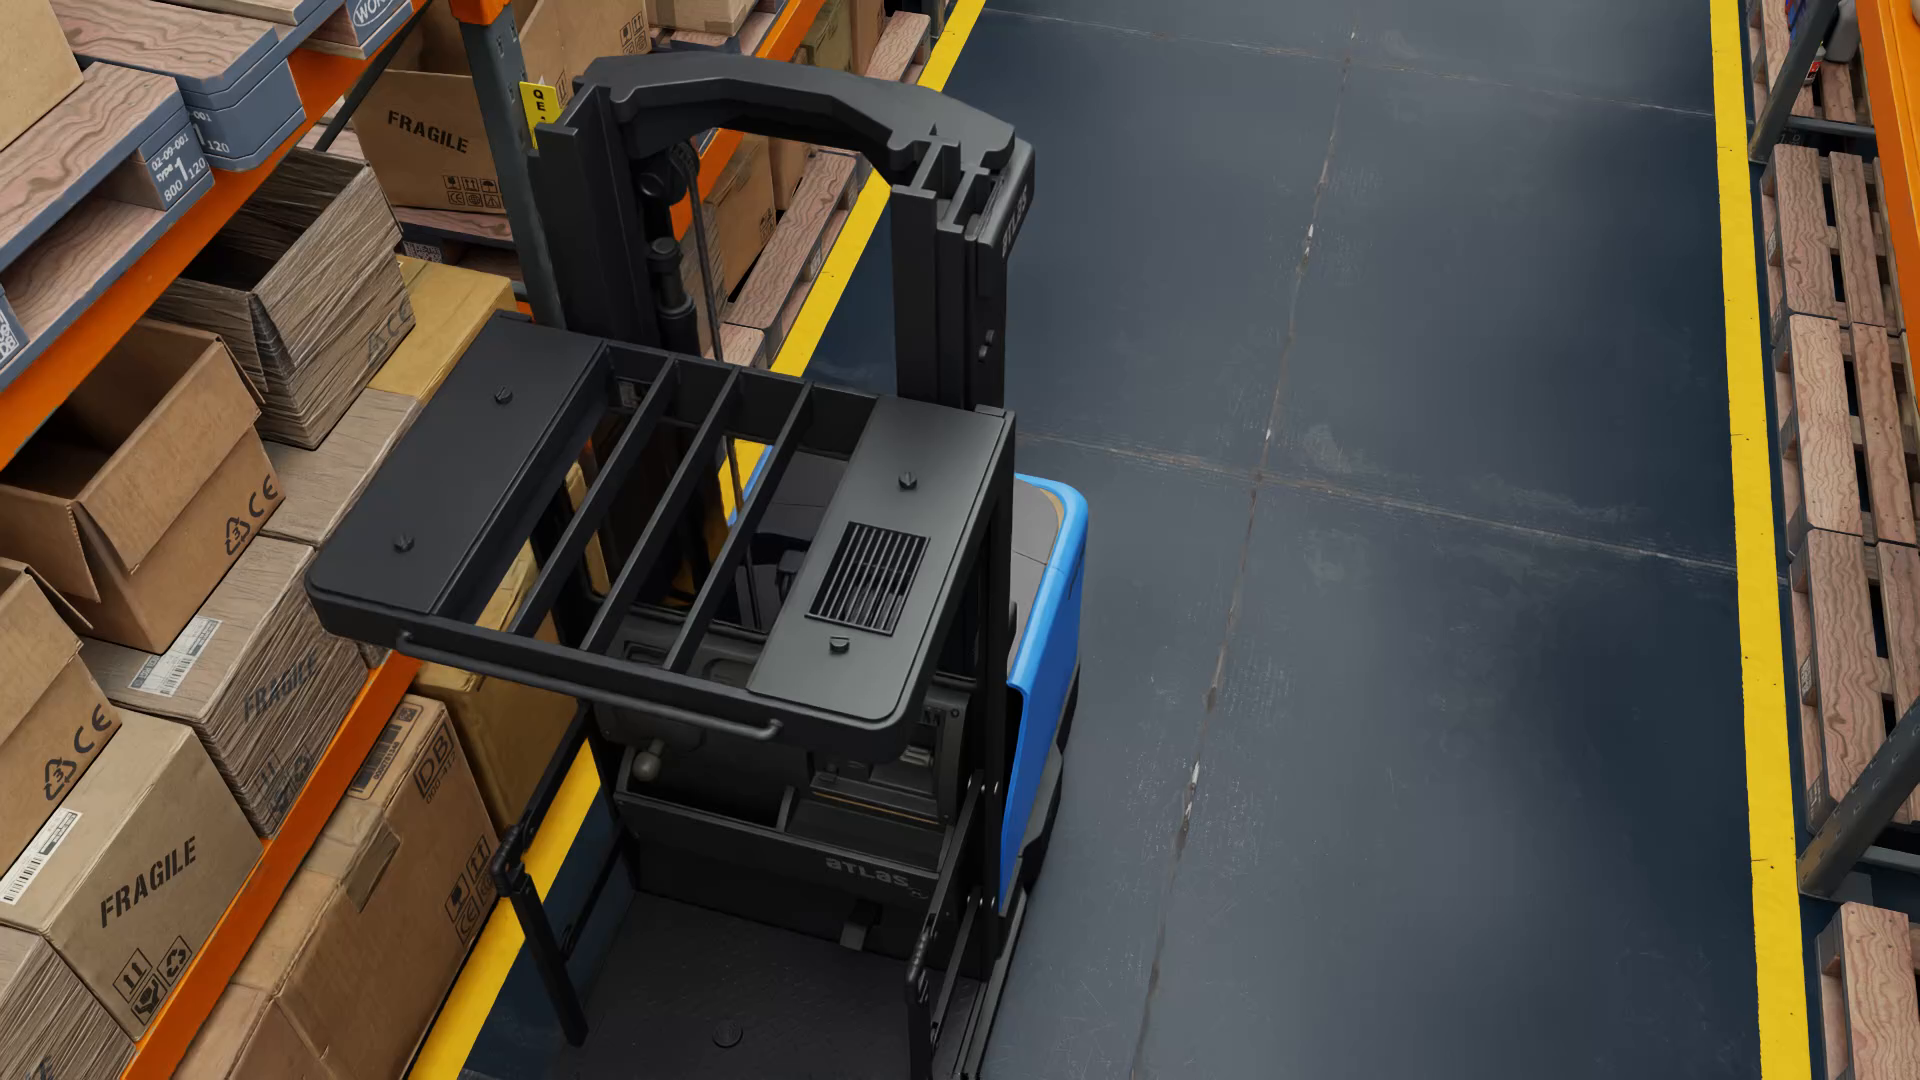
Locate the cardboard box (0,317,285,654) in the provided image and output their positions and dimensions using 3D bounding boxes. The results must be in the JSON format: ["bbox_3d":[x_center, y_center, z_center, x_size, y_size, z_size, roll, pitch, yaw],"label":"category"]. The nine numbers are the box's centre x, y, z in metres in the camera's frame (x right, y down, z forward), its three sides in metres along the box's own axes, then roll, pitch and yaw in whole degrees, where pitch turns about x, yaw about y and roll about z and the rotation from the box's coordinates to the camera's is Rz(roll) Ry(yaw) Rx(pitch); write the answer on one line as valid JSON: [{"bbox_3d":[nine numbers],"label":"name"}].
[{"bbox_3d":[-2.013,-0.162,3.656,0.797,0.503,0.637,13,50,11],"label":"cardboard box"}]

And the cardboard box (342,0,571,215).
[{"bbox_3d":[-1.527,-1.364,5.106,0.500,0.500,0.500,6,49,5],"label":"cardboard box"}]

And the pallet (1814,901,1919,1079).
[{"bbox_3d":[2.981,1.685,4.622,1.003,0.211,1.213,12,50,10],"label":"pallet"}]

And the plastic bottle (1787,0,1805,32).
[{"bbox_3d":[4.143,-2.640,8.052,0.144,0.351,0.185,9,49,8],"label":"plastic bottle"}]

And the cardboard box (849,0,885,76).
[{"bbox_3d":[-0.760,-2.565,7.887,0.700,0.500,0.500,8,49,7],"label":"cardboard box"}]

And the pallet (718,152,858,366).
[{"bbox_3d":[-1.100,-1.315,7.270,1.003,0.211,1.213,12,50,10],"label":"pallet"}]

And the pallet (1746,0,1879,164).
[{"bbox_3d":[4.418,-2.264,8.107,1.003,0.211,1.213,12,50,10],"label":"pallet"}]

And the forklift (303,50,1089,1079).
[{"bbox_3d":[-0.498,0.546,3.814,1.130,2.935,3.031,12,50,11],"label":"forklift"}]

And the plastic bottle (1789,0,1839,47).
[{"bbox_3d":[4.092,-2.501,7.930,0.144,0.351,0.185,10,49,9],"label":"plastic bottle"}]

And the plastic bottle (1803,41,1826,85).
[{"bbox_3d":[3.996,-2.253,7.810,0.097,0.201,0.097,0,49,0],"label":"plastic bottle"}]

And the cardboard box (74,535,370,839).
[{"bbox_3d":[-1.792,0.315,3.904,0.500,0.500,0.500,10,49,9],"label":"cardboard box"}]

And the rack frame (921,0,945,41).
[{"bbox_3d":[-0.578,-3.686,7.503,1.000,3.000,0.127,12,50,10],"label":"rack frame"}]

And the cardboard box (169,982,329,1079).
[{"bbox_3d":[-2.300,1.551,4.018,1.225,0.875,0.875,10,49,9],"label":"cardboard box"}]

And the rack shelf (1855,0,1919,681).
[{"bbox_3d":[3.674,-1.024,5.633,1.077,0.370,4.000,12,50,10],"label":"rack shelf"}]

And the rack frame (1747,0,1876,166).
[{"bbox_3d":[4.201,-2.709,6.640,1.000,3.000,0.127,12,50,10],"label":"rack frame"}]

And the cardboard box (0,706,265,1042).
[{"bbox_3d":[-1.926,0.683,3.580,0.500,0.500,0.500,12,50,11],"label":"cardboard box"}]

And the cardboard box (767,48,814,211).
[{"bbox_3d":[-1.051,-1.819,7.229,0.700,0.500,0.500,8,49,7],"label":"cardboard box"}]

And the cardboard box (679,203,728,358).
[{"bbox_3d":[-1.340,-1.004,6.509,0.700,0.500,0.500,8,49,7],"label":"cardboard box"}]

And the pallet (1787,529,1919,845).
[{"bbox_3d":[3.389,0.554,5.620,1.003,0.211,1.213,12,50,10],"label":"pallet"}]

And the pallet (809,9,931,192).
[{"bbox_3d":[-0.781,-2.200,8.051,1.003,0.211,1.213,12,50,10],"label":"pallet"}]

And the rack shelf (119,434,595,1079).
[{"bbox_3d":[-2.157,0.891,3.942,1.077,0.370,4.000,12,50,10],"label":"rack shelf"}]

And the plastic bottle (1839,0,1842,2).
[{"bbox_3d":[4.292,-2.604,8.071,0.152,0.276,0.135,12,50,10],"label":"plastic bottle"}]

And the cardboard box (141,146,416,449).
[{"bbox_3d":[-1.838,-0.633,4.072,0.797,0.503,0.637,13,50,11],"label":"cardboard box"}]

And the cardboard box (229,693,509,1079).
[{"bbox_3d":[-2.074,0.909,4.584,1.225,0.875,0.875,12,50,10],"label":"cardboard box"}]

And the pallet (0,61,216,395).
[{"bbox_3d":[-2.040,-0.438,2.761,1.003,0.211,1.213,14,50,12],"label":"pallet"}]

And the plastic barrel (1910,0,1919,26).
[{"bbox_3d":[3.737,-2.105,6.017,0.433,0.535,0.433,0,49,0],"label":"plastic barrel"}]

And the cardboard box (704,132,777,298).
[{"bbox_3d":[-1.197,-1.415,6.872,0.700,0.500,0.500,15,50,13],"label":"cardboard box"}]

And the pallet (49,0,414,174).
[{"bbox_3d":[-1.749,-1.247,3.475,1.213,0.211,1.003,14,50,12],"label":"pallet"}]

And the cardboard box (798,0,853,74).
[{"bbox_3d":[-0.904,-2.224,7.586,0.700,0.500,0.500,11,50,10],"label":"cardboard box"}]

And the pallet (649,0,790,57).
[{"bbox_3d":[-1.149,-2.170,6.292,1.003,0.211,1.213,12,50,10],"label":"pallet"}]

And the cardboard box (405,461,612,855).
[{"bbox_3d":[-1.832,0.266,5.152,1.225,0.875,0.875,9,49,8],"label":"cardboard box"}]

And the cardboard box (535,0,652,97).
[{"bbox_3d":[-1.476,-1.787,5.480,0.700,0.500,0.500,18,51,16],"label":"cardboard box"}]

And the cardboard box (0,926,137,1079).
[{"bbox_3d":[-2.057,1.058,3.249,0.500,0.500,0.500,11,49,9],"label":"cardboard box"}]

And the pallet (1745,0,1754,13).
[{"bbox_3d":[4.737,-3.149,8.889,1.003,0.211,1.213,12,50,10],"label":"pallet"}]

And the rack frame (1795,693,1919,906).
[{"bbox_3d":[3.148,0.184,4.087,1.000,3.000,0.127,12,50,10],"label":"rack frame"}]

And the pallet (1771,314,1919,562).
[{"bbox_3d":[3.712,-0.325,6.396,1.003,0.211,1.213,12,50,10],"label":"pallet"}]

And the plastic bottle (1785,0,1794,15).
[{"bbox_3d":[4.145,-2.743,8.189,0.061,0.283,0.133,15,50,13],"label":"plastic bottle"}]

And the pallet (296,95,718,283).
[{"bbox_3d":[-1.546,-1.266,5.495,1.213,0.211,1.003,12,50,10],"label":"pallet"}]

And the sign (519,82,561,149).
[{"bbox_3d":[-1.094,-1.069,4.421,0.100,0.325,0.005,12,50,10],"label":"sign"}]

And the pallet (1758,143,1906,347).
[{"bbox_3d":[4.031,-1.211,7.178,1.003,0.211,1.213,12,50,10],"label":"pallet"}]

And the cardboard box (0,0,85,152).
[{"bbox_3d":[-1.864,-0.861,2.662,0.500,0.500,0.500,14,50,12],"label":"cardboard box"}]

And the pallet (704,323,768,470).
[{"bbox_3d":[-1.423,-0.435,6.493,1.003,0.211,1.213,12,50,10],"label":"pallet"}]

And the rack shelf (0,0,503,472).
[{"bbox_3d":[-2.157,-0.101,2.818,1.077,0.370,4.000,12,50,10],"label":"rack shelf"}]

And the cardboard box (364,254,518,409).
[{"bbox_3d":[-1.521,-0.420,4.554,0.500,0.500,0.500,13,50,11],"label":"cardboard box"}]

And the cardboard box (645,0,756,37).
[{"bbox_3d":[-0.967,-2.049,5.878,0.500,0.250,0.500,10,49,9],"label":"cardboard box"}]

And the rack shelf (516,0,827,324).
[{"bbox_3d":[-1.104,-2.002,6.496,1.077,0.370,4.000,12,50,10],"label":"rack shelf"}]

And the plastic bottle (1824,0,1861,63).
[{"bbox_3d":[4.231,-2.472,7.905,0.144,0.351,0.185,12,50,10],"label":"plastic bottle"}]

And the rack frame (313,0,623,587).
[{"bbox_3d":[-1.630,-0.793,4.949,1.000,3.000,0.127,12,50,10],"label":"rack frame"}]

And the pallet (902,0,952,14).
[{"bbox_3d":[-0.435,-3.257,8.983,1.003,0.211,1.213,12,50,10],"label":"pallet"}]

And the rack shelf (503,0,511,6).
[{"bbox_3d":[-1.104,-2.994,5.371,1.077,0.370,4.000,12,50,10],"label":"rack shelf"}]

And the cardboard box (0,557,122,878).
[{"bbox_3d":[-2.183,0.325,3.227,0.797,0.503,0.637,13,50,11],"label":"cardboard box"}]

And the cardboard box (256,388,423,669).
[{"bbox_3d":[-1.658,-0.061,4.236,0.500,0.500,0.500,11,50,10],"label":"cardboard box"}]
